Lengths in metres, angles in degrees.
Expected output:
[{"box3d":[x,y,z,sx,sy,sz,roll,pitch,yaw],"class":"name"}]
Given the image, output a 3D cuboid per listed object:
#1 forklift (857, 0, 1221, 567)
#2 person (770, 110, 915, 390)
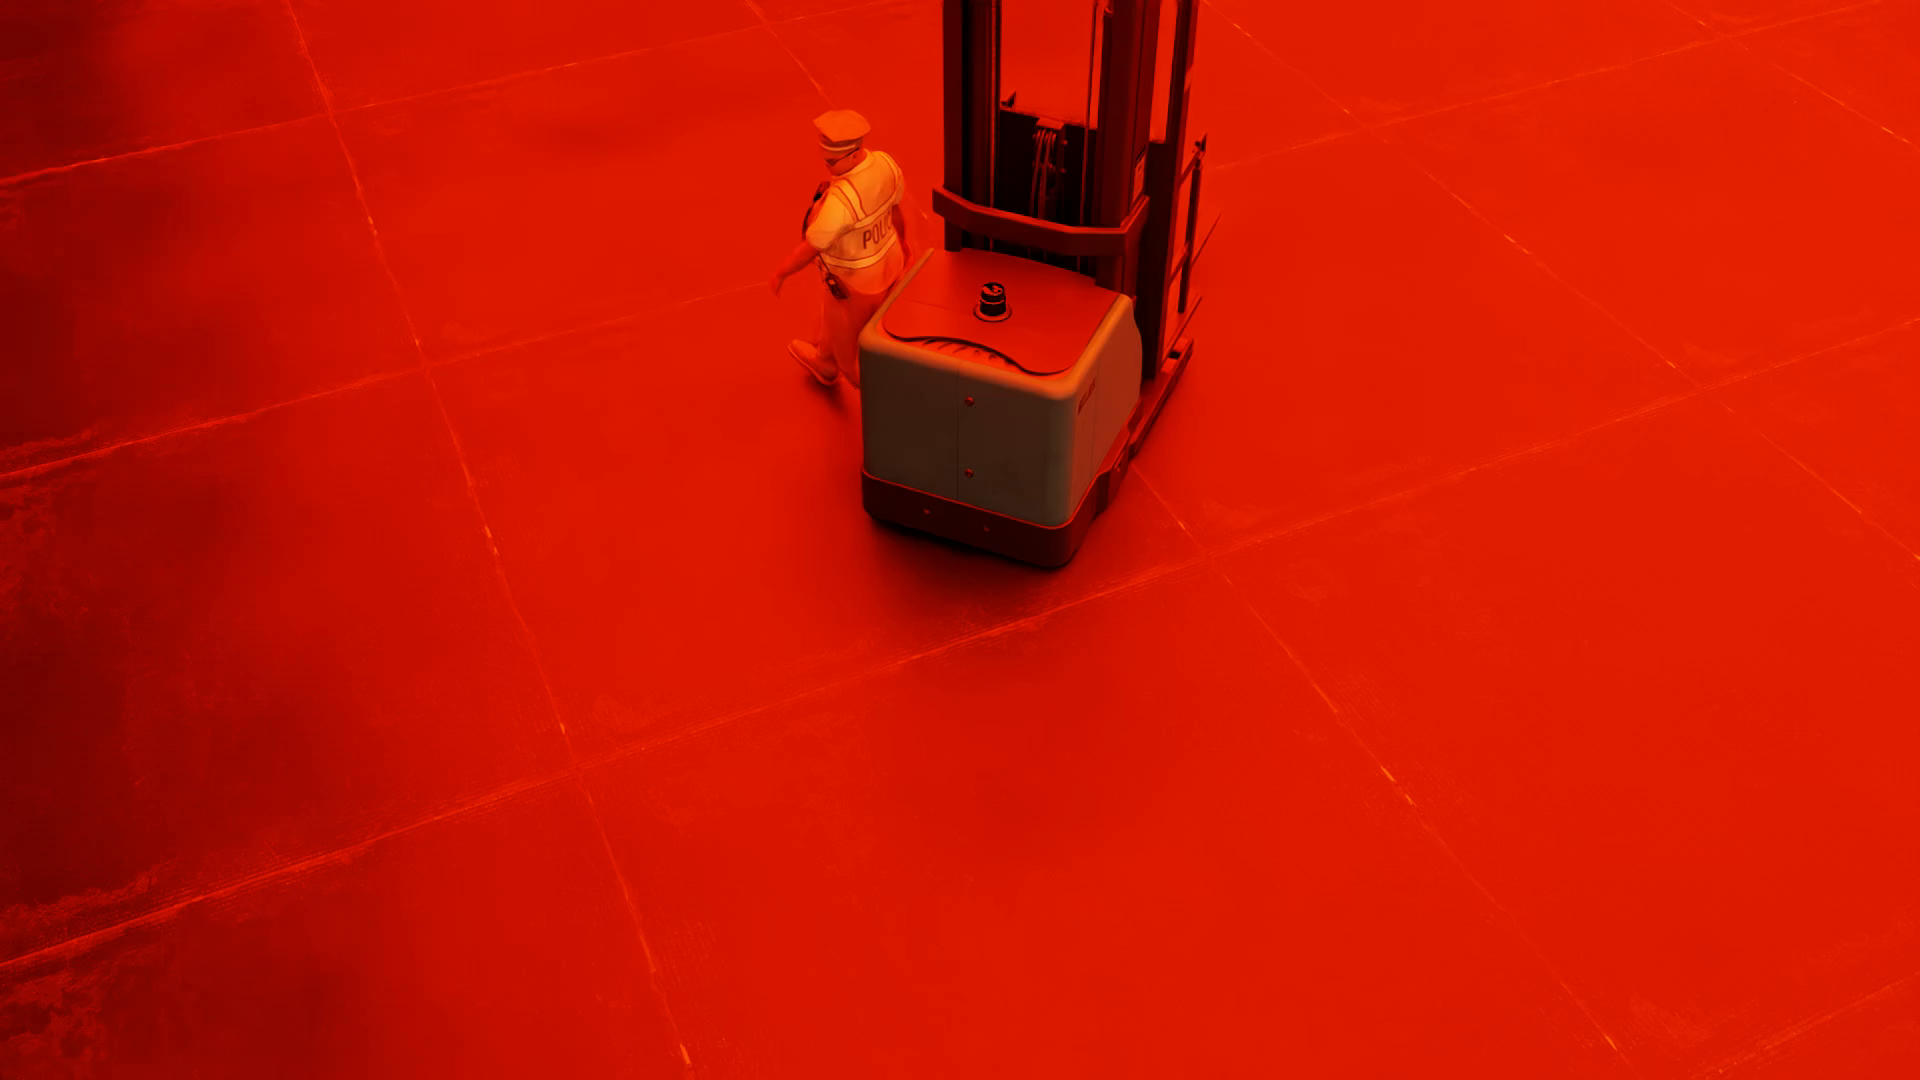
[{"box3d":[0.587,-1.962,7.782,1.130,2.935,3.031,16,45,17],"class":"forklift"},{"box3d":[-0.557,-1.323,8.019,0.885,1.690,0.705,15,45,15],"class":"person"}]
